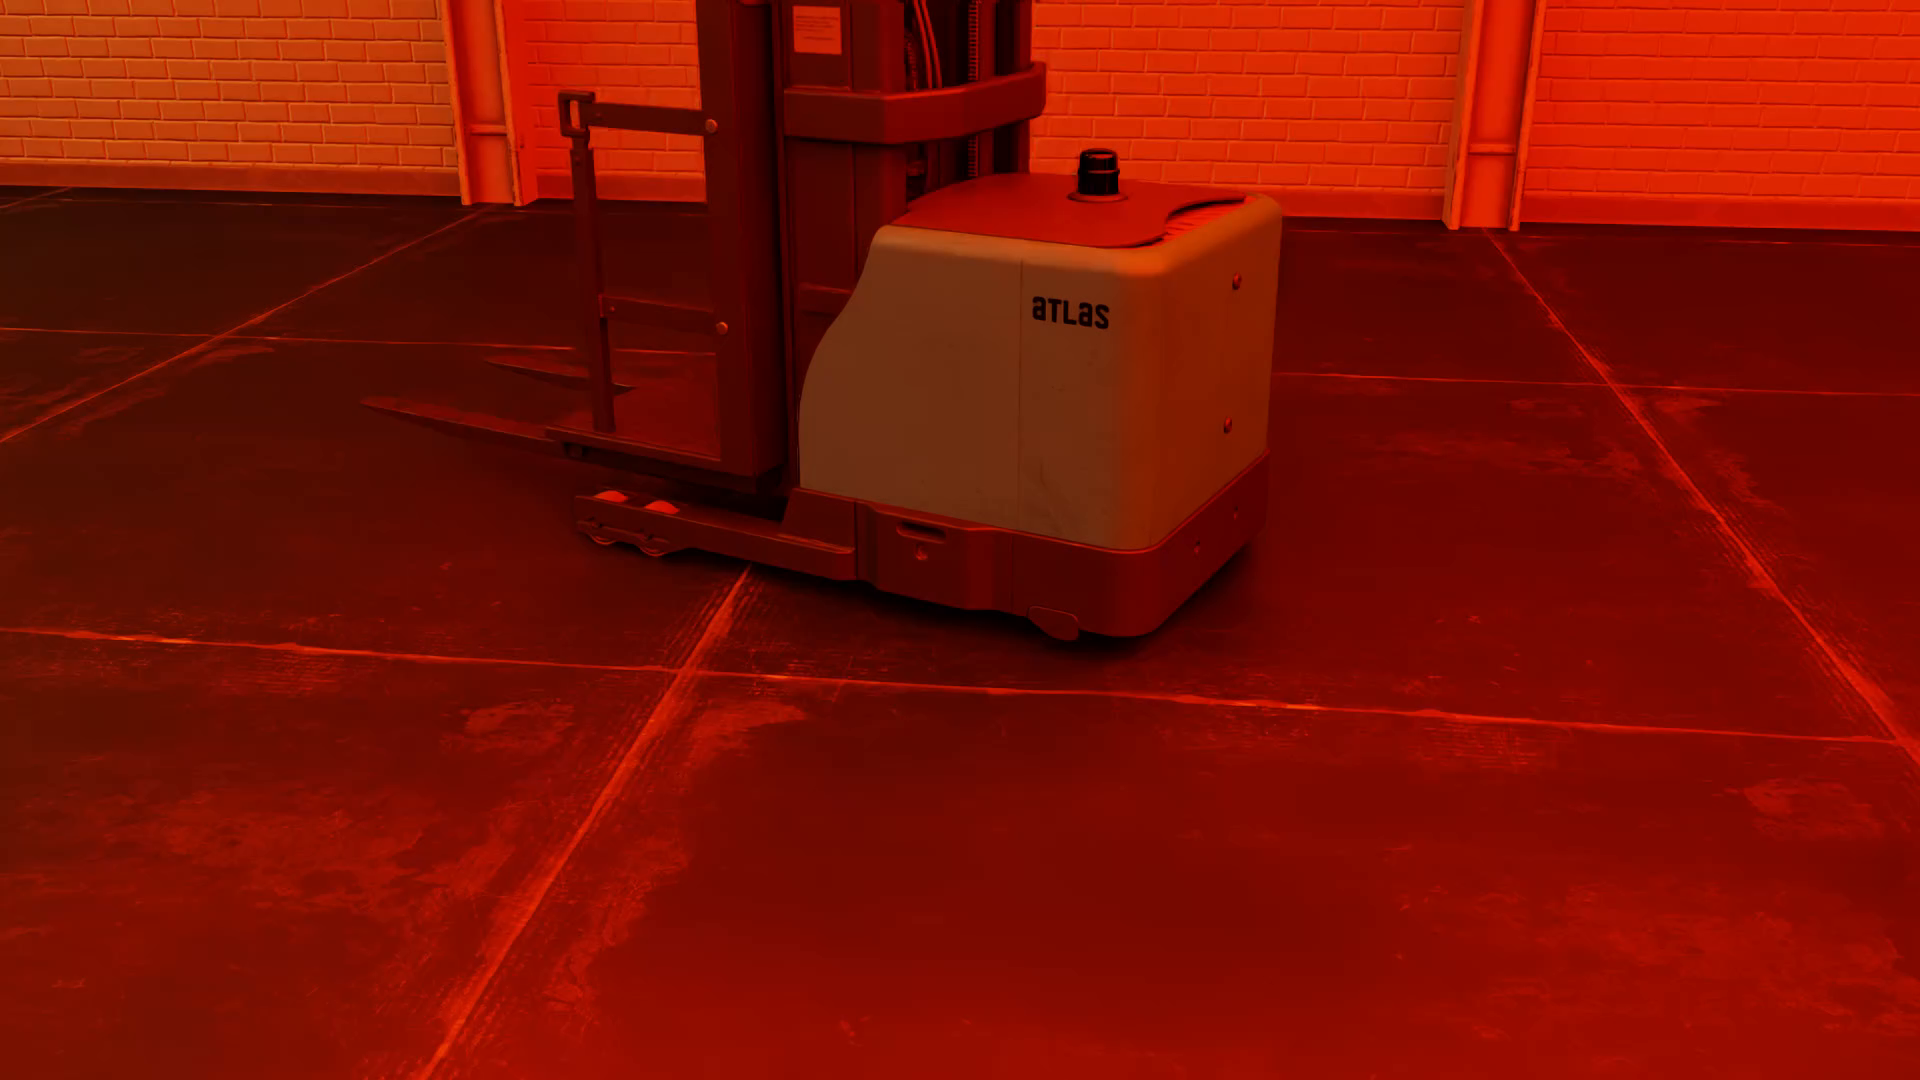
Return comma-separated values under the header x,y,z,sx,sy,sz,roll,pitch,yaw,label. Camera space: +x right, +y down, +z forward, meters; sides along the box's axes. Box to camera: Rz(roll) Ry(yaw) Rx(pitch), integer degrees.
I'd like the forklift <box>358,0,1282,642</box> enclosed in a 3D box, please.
x,y,z,sx,sy,sz,roll,pitch,yaw,label
-0.604,-1.468,4.899,3.031,2.935,1.130,12,25,27,forklift
